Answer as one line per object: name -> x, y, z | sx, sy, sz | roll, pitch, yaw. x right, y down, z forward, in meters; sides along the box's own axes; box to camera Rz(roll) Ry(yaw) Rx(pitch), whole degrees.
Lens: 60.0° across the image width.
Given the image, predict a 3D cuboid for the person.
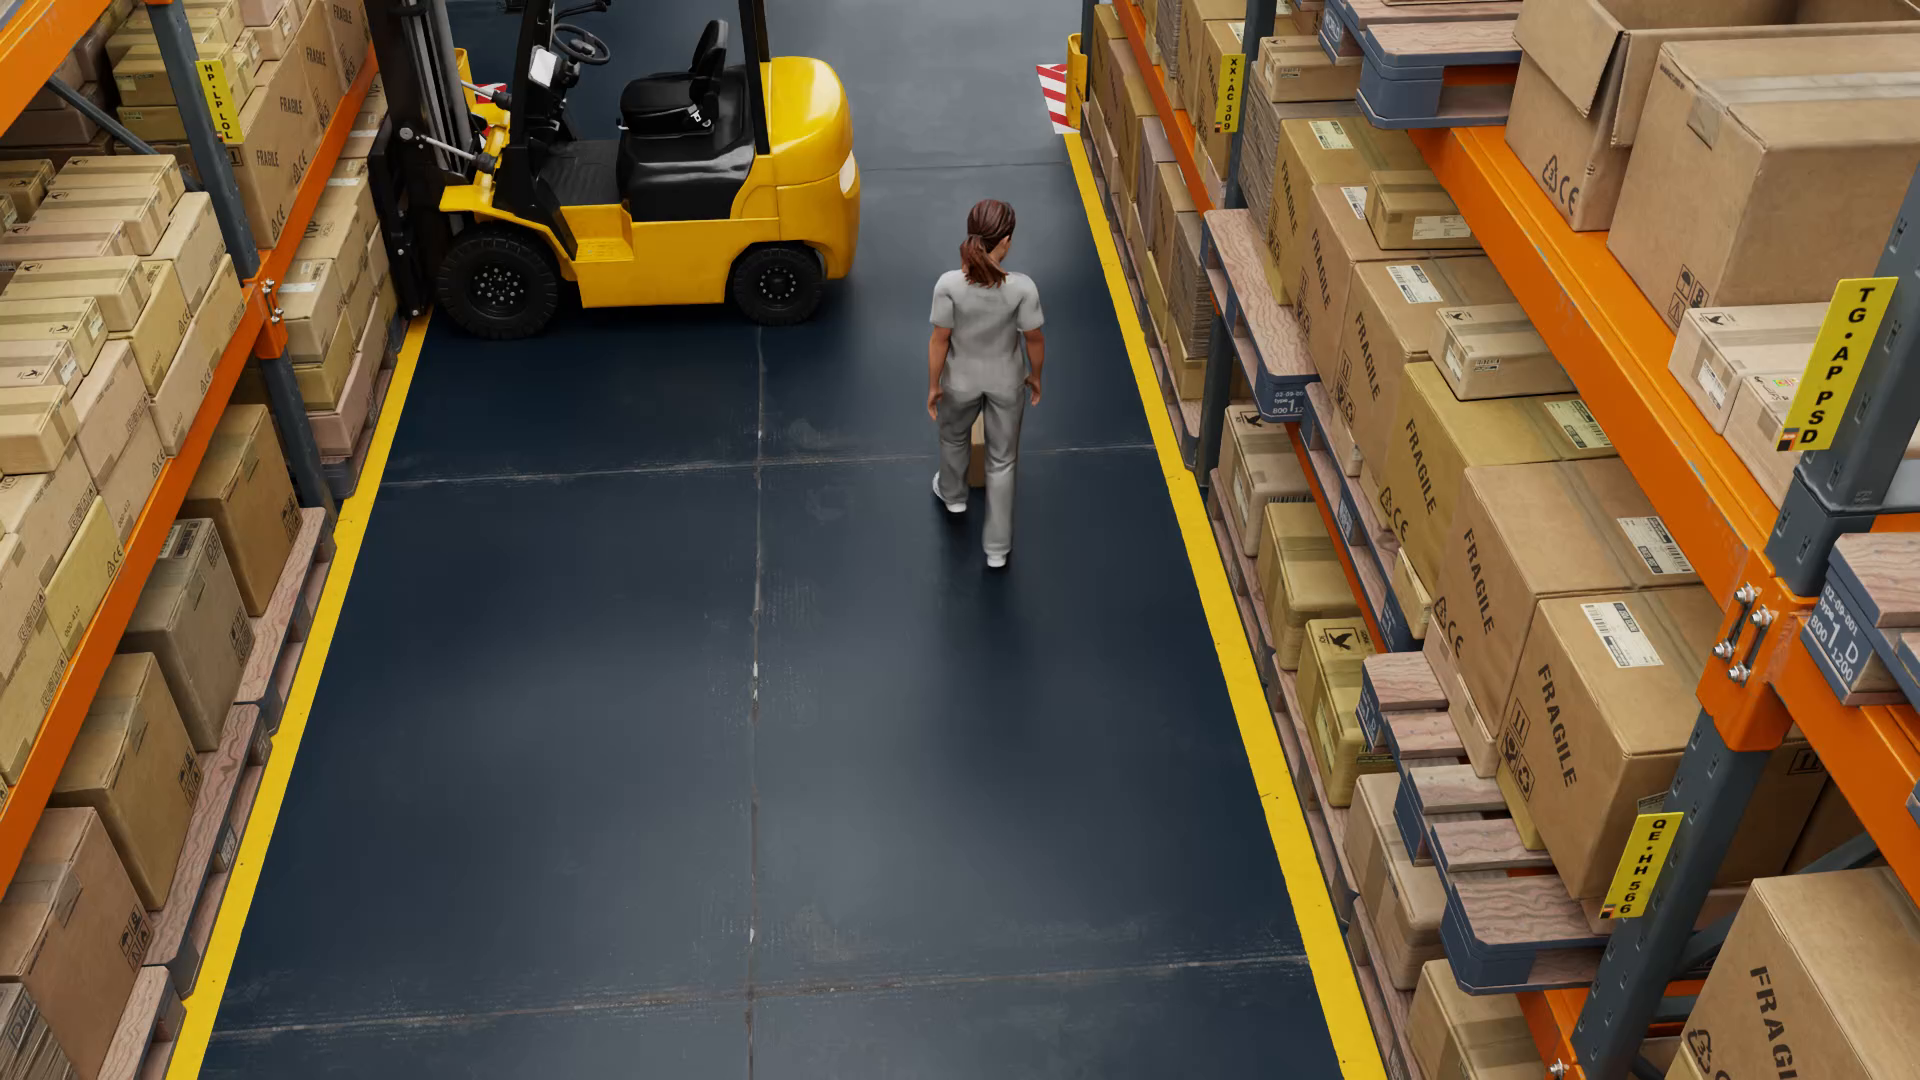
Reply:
person -> 0.106, -0.716, 7.001 | 0.489, 1.663, 0.663 | 1, 39, 2
